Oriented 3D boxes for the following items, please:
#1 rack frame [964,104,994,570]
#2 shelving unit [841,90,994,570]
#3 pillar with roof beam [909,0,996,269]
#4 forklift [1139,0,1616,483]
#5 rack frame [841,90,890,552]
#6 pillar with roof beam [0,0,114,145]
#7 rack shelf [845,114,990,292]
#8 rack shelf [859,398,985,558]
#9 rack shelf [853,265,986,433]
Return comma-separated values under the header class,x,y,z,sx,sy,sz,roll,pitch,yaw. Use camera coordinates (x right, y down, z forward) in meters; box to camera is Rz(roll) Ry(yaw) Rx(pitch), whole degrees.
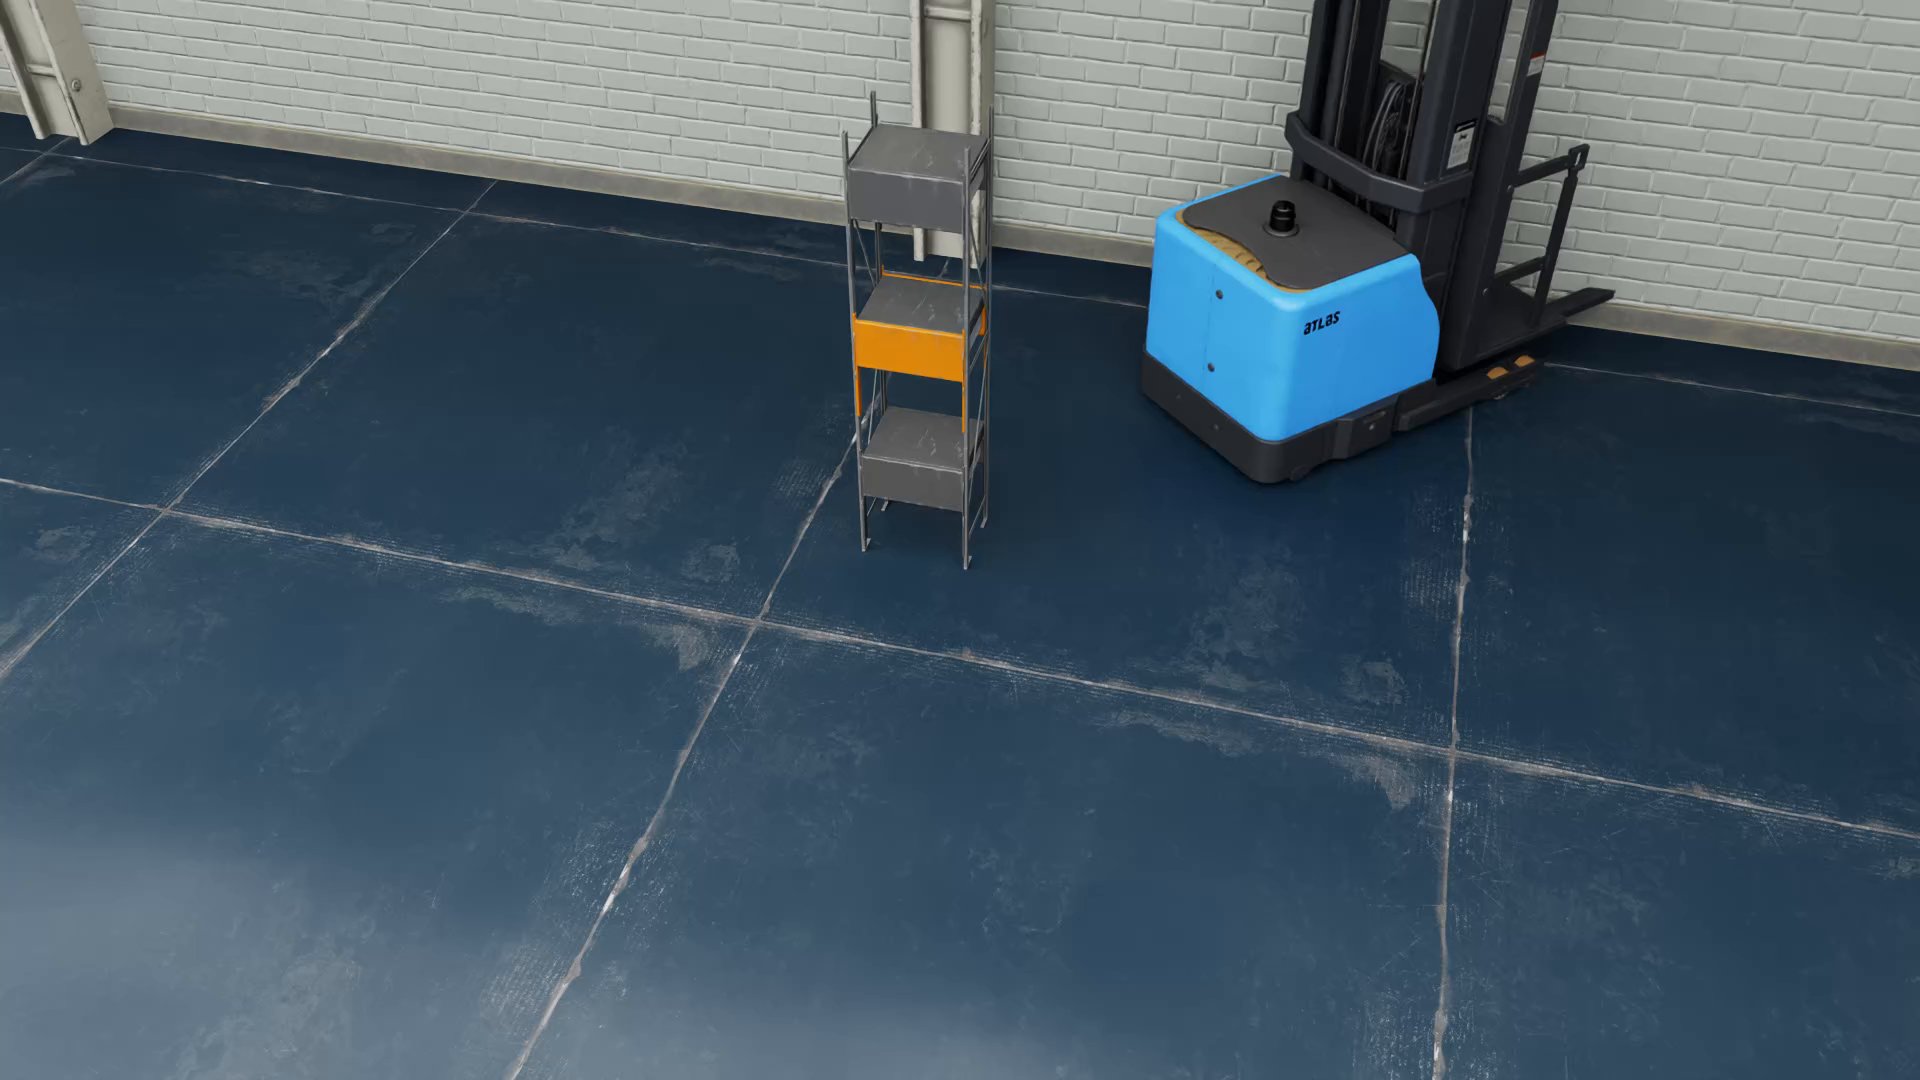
class,x,y,z,sx,sy,sz,roll,pitch,yaw
rack frame,0.076,-0.791,7.084,0.015,2.100,0.400,10,41,11
shelving unit,-0.160,-0.832,7.132,0.503,2.100,0.431,10,41,11
pillar with roof beam,-1.152,-2.473,3.722,0.400,9.000,9.100,10,41,11
forklift,2.448,-2.119,8.019,3.031,2.935,1.130,-22,45,-24
rack frame,-0.396,-0.872,7.180,0.015,2.100,0.400,10,41,11
pillar with roof beam,-6.948,-3.470,4.910,0.400,9.000,9.100,10,41,11
rack shelf,-0.160,-1.357,6.691,0.480,0.518,0.431,10,41,11
rack shelf,-0.160,-0.285,7.591,0.480,0.518,0.431,10,41,11
rack shelf,-0.160,-0.821,7.141,0.480,0.518,0.431,10,41,11
